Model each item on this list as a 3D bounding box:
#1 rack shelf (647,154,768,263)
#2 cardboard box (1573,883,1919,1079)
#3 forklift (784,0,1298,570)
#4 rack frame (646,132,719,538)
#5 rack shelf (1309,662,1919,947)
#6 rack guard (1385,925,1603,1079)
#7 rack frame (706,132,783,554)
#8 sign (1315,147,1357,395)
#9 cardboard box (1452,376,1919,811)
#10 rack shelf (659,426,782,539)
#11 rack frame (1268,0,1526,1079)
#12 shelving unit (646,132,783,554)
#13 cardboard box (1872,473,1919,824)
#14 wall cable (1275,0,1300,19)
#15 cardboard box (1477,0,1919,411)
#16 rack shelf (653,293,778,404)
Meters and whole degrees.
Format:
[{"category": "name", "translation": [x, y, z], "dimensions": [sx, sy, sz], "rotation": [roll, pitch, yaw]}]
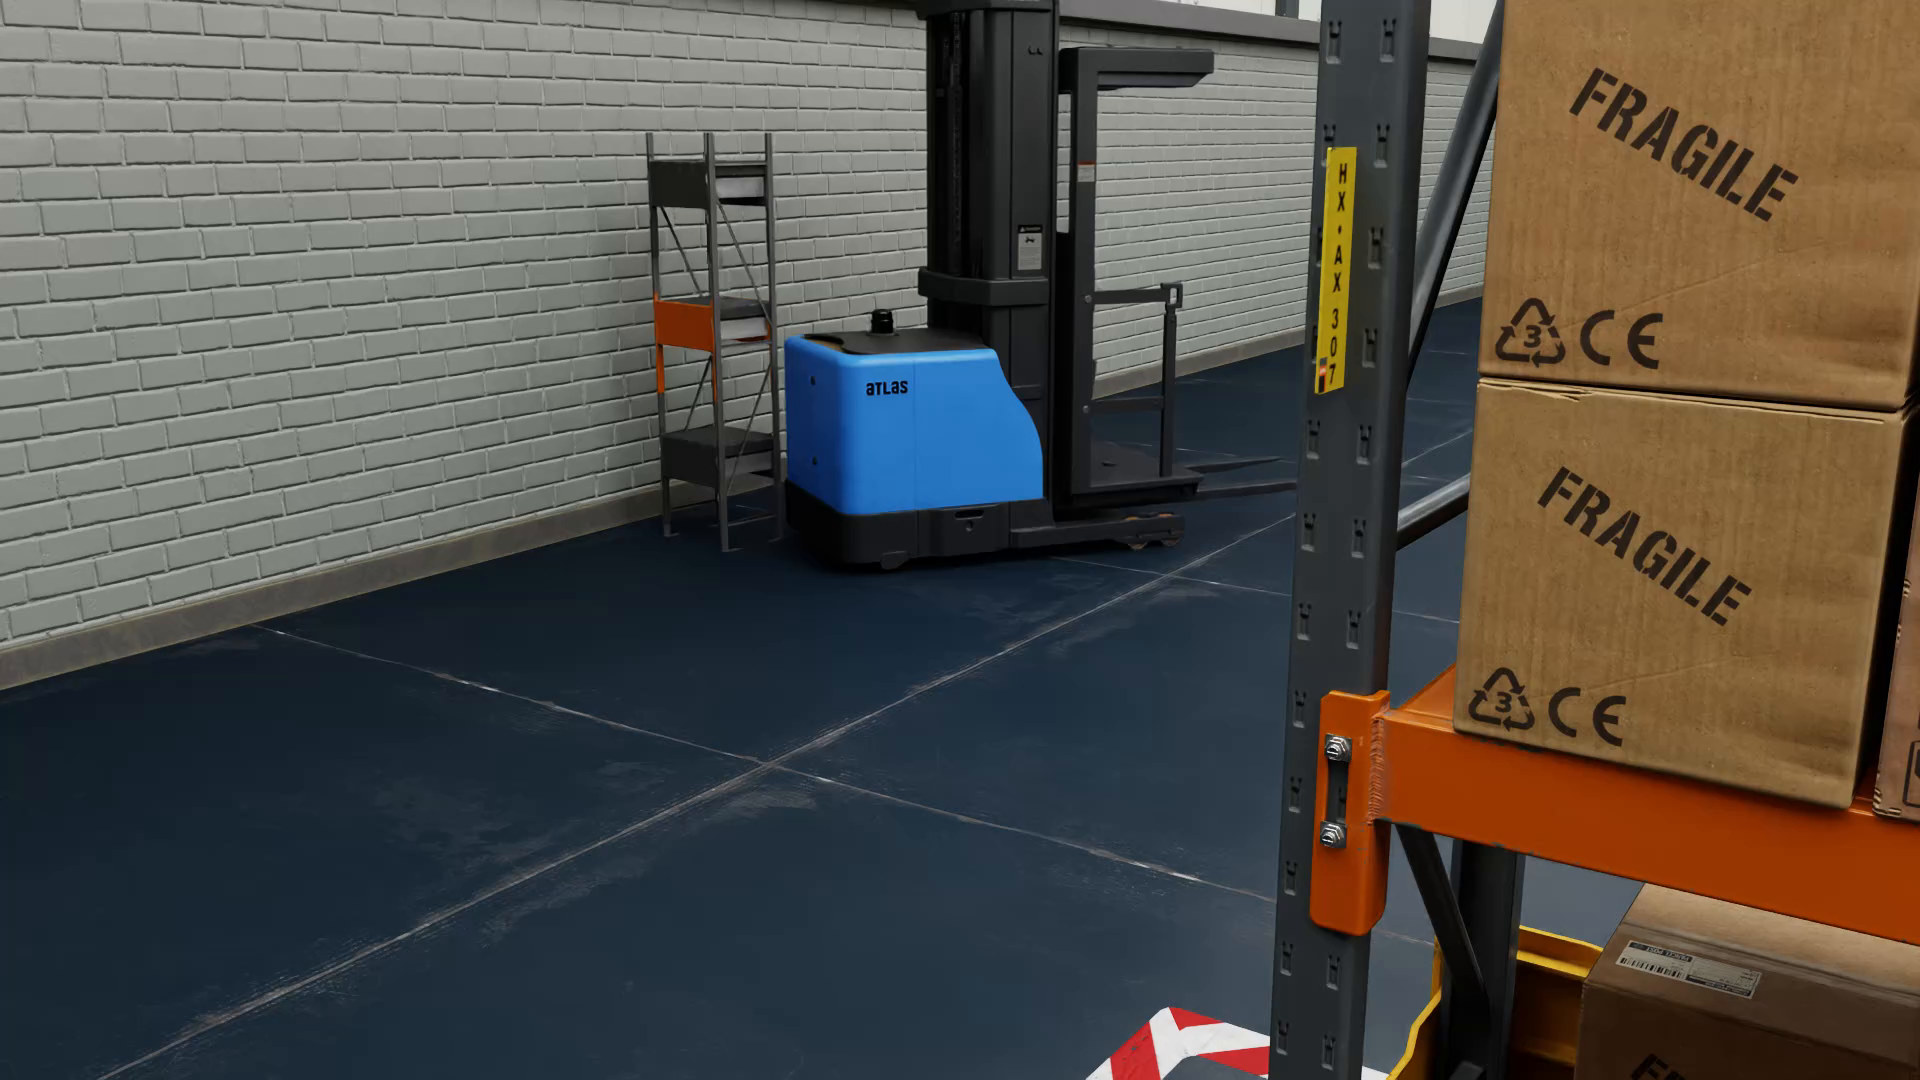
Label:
[{"category": "rack shelf", "translation": [-1.261, -1.691, 8.428], "dimensions": [0.480, 0.518, 0.431], "rotation": [13, 19, 42]}, {"category": "cardboard box", "translation": [1.401, 0.972, 2.942], "dimensions": [0.500, 0.500, 0.500], "rotation": [9, 17, 33]}, {"category": "forklift", "translation": [0.633, -1.488, 8.736], "dimensions": [3.031, 2.935, 1.130], "rotation": [-6, 15, -22]}, {"category": "rack frame", "translation": [-1.438, -1.065, 8.756], "dimensions": [0.015, 2.100, 0.400], "rotation": [13, 19, 42]}, {"category": "rack shelf", "translation": [2.472, 0.565, 1.794], "dimensions": [4.000, 0.370, 1.077], "rotation": [9, 17, 33]}, {"category": "rack guard", "translation": [0.875, 1.172, 3.050], "dimensions": [0.348, 0.500, 1.175], "rotation": [9, 17, 33]}, {"category": "rack frame", "translation": [-1.084, -0.985, 8.431], "dimensions": [0.015, 2.100, 0.400], "rotation": [13, 19, 42]}, {"category": "sign", "translation": [0.510, -0.364, 2.250], "dimensions": [0.005, 0.325, 0.100], "rotation": [9, 17, 33]}, {"category": "cardboard box", "translation": [1.033, 0.012, 2.326], "dimensions": [0.500, 0.500, 0.500], "rotation": [10, 17, 34]}, {"category": "rack shelf", "translation": [-1.261, -0.332, 8.765], "dimensions": [0.480, 0.518, 0.431], "rotation": [13, 19, 42]}, {"category": "rack frame", "translation": [0.811, -0.051, 2.788], "dimensions": [0.053, 2.616, 0.949], "rotation": [9, 17, 33]}, {"category": "shelving unit", "translation": [-1.261, -1.025, 8.593], "dimensions": [0.503, 2.100, 0.431], "rotation": [13, 19, 42]}, {"category": "cardboard box", "translation": [1.465, 0.080, 2.051], "dimensions": [0.500, 0.500, 0.500], "rotation": [9, 17, 32]}, {"category": "wall cable", "translation": [3.576, -7.946, 15.500], "dimensions": [0.120, 5.999, 2.277], "rotation": [9, 17, 33]}, {"category": "cardboard box", "translation": [1.033, -0.474, 2.206], "dimensions": [0.500, 0.500, 0.500], "rotation": [10, 17, 34]}, {"category": "rack shelf", "translation": [-1.261, -1.012, 8.597], "dimensions": [0.480, 0.518, 0.431], "rotation": [13, 19, 42]}]
